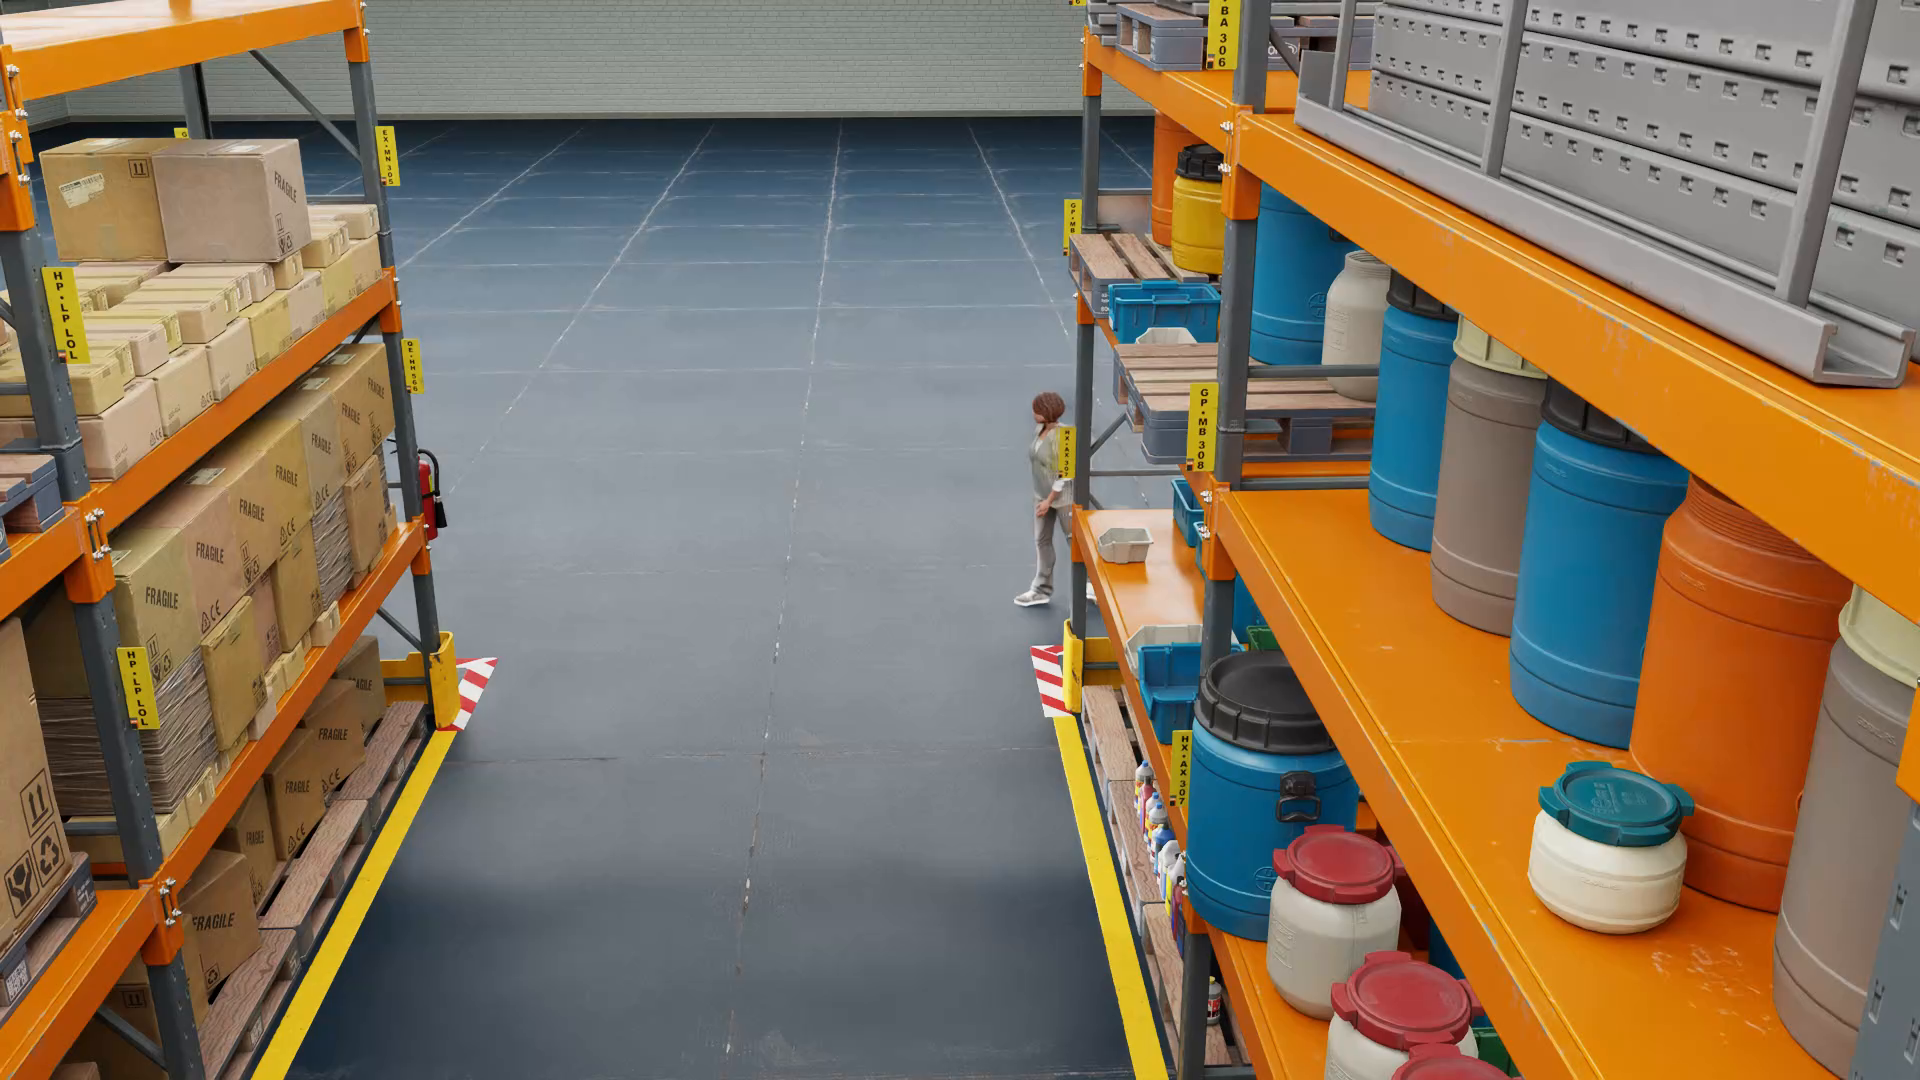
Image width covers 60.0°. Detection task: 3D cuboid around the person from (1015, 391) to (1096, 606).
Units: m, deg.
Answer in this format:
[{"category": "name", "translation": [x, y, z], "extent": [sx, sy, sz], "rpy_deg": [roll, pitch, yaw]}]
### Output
[{"category": "person", "translation": [0.711, -0.299, 11.872], "extent": [0.647, 1.583, 0.438], "rpy_deg": [-13, 24, -31]}]
